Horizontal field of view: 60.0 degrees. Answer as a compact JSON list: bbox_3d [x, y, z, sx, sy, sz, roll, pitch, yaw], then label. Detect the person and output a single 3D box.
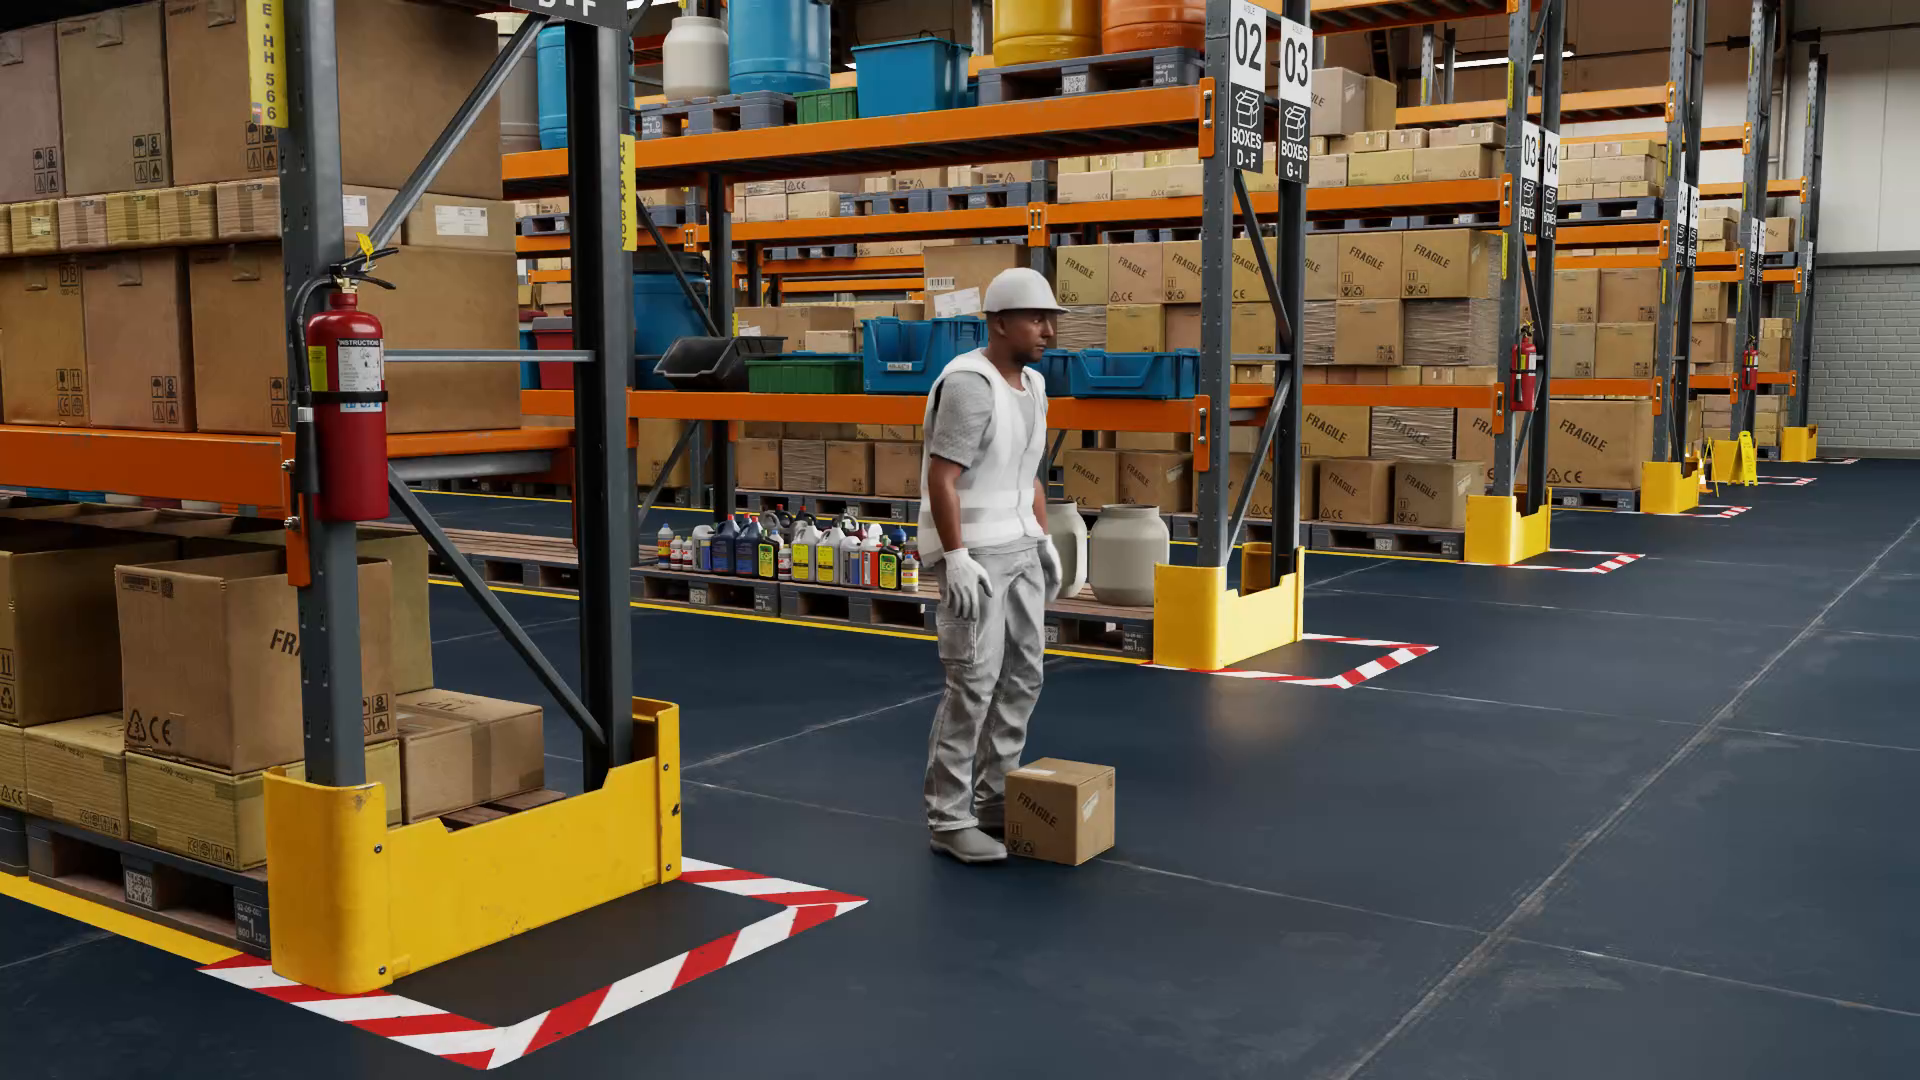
[{"bbox_3d":[0.115,0.057,5.139,0.444,1.776,0.632,4,7,31],"label":"person"}]
